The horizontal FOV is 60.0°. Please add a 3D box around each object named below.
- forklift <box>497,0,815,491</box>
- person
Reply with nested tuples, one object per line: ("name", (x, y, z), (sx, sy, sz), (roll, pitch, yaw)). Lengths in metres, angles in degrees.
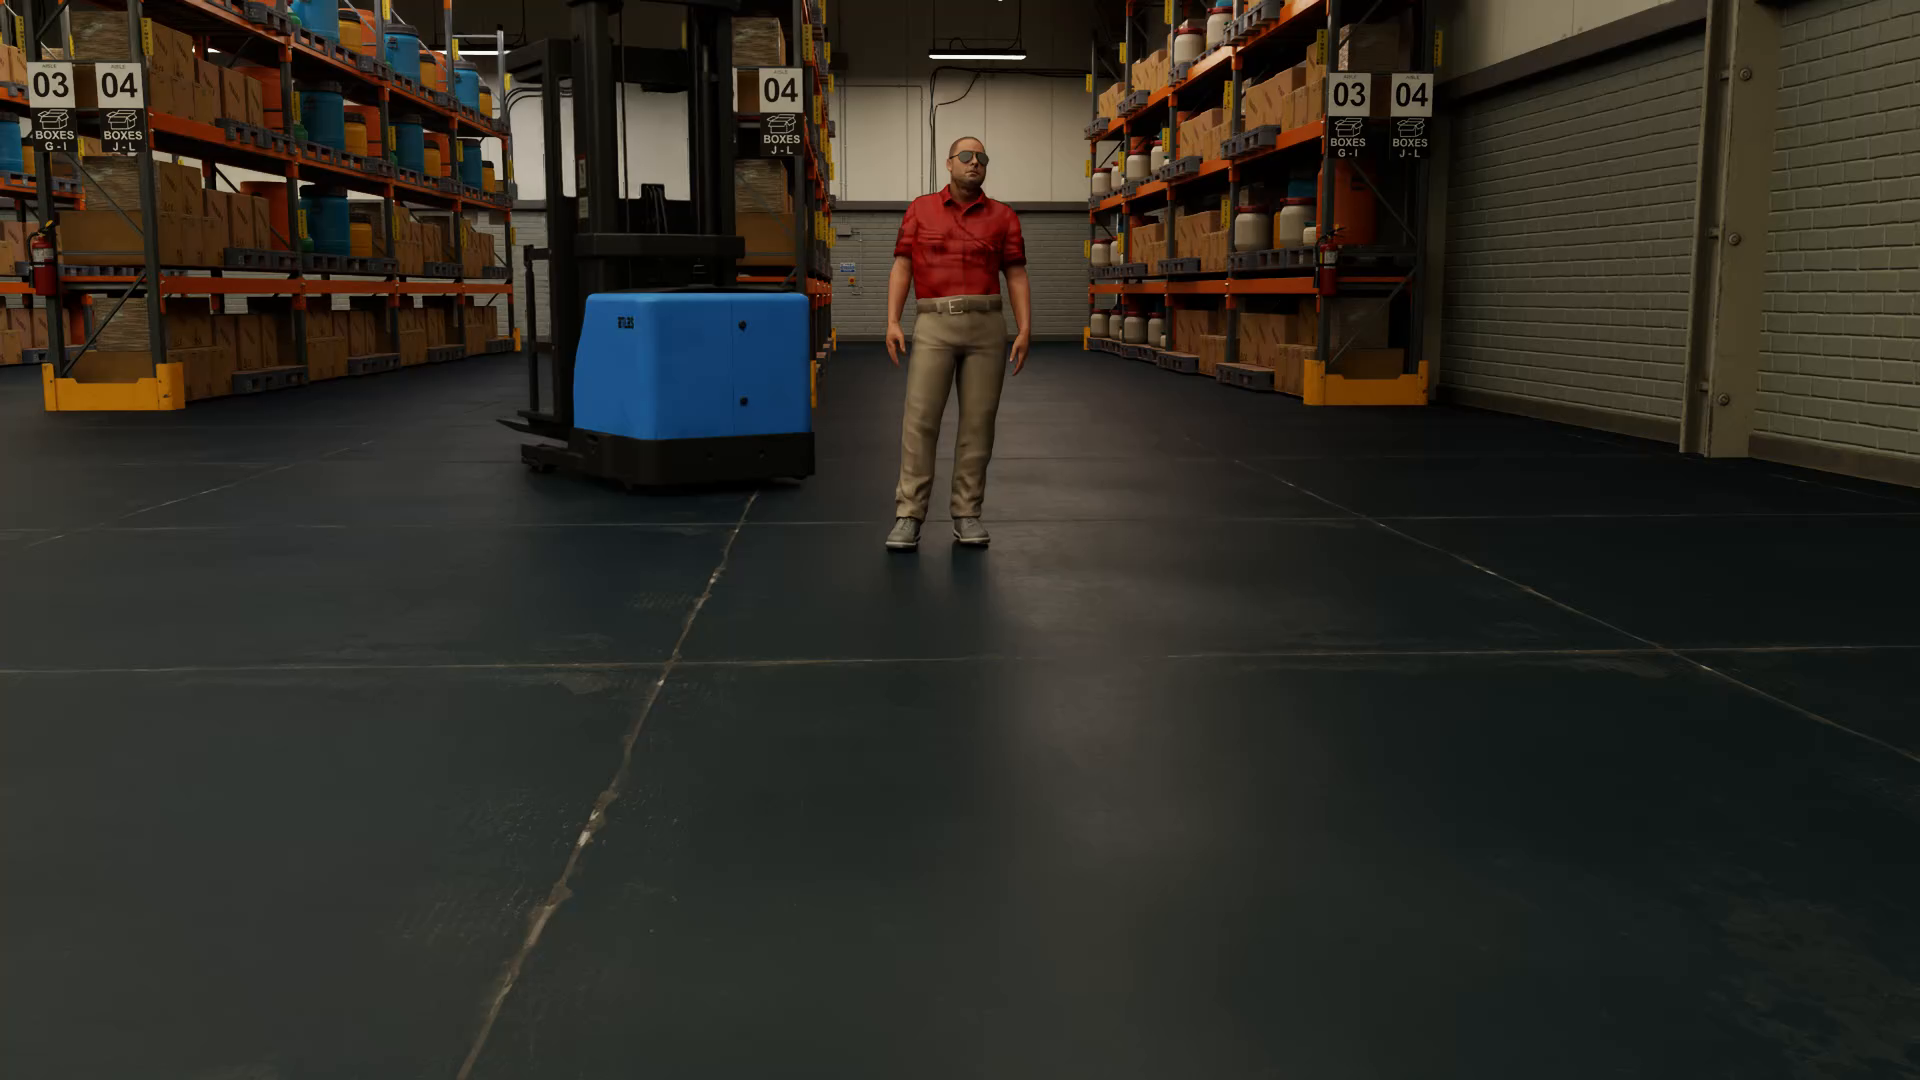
("forklift", (-2.037, -1.887, 10.041), (1.130, 2.935, 3.031), (-5, 10, -33))
("person", (-0.006, -0.850, 7.092), (0.641, 1.727, 0.550), (-1, 8, -4))
